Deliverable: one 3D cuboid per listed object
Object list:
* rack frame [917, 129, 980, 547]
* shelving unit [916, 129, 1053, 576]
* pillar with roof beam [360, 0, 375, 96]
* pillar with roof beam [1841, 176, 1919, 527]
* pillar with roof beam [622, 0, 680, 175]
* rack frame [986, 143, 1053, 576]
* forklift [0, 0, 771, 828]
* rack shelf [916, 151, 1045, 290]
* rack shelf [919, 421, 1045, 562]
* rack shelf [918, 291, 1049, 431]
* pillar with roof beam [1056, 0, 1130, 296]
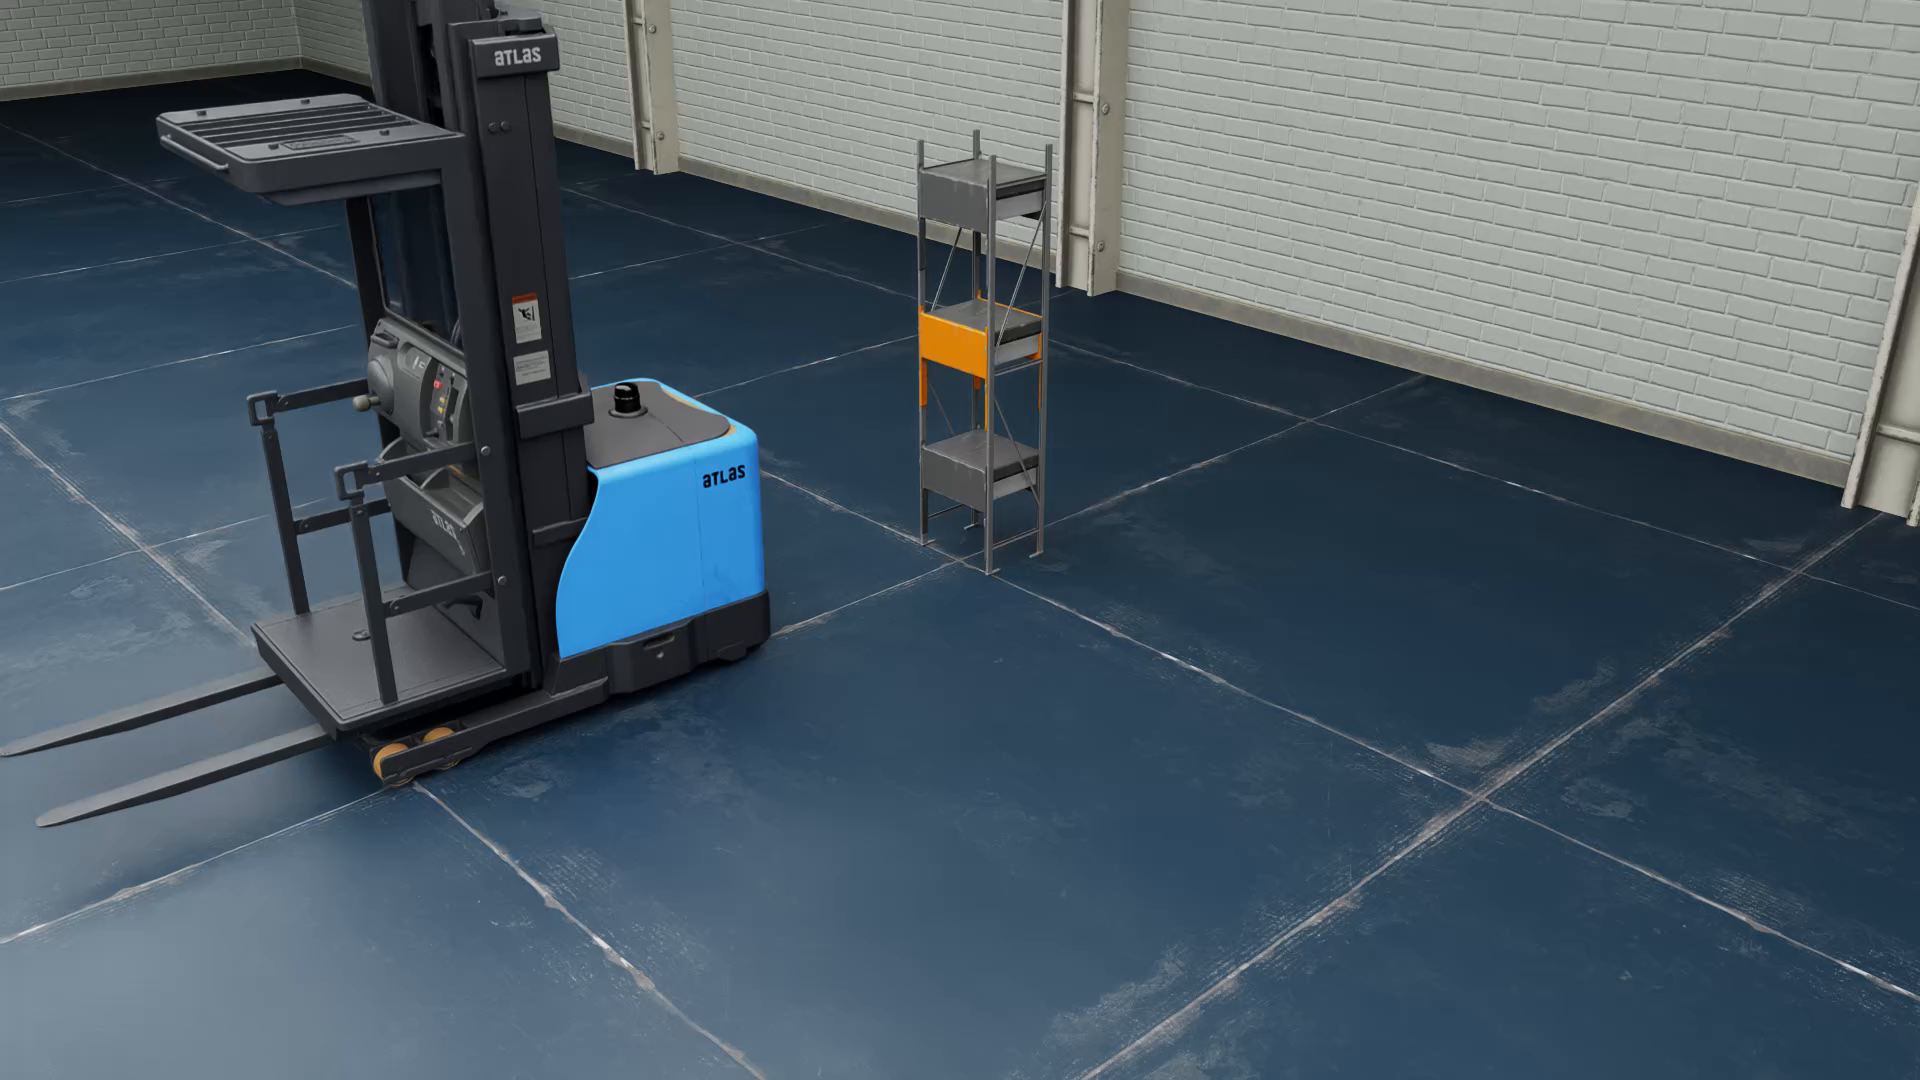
[{"bbox_3d":[-0.054,-0.979,8.366,0.400,2.100,0.015,-21,32,-38],"label":"rack frame"},{"bbox_3d":[0.113,-0.905,8.204,0.431,2.100,0.503,-21,32,-38],"label":"shelving unit"},{"bbox_3d":[-10.345,-8.499,16.538,9.100,9.000,0.400,-21,32,-38],"label":"pillar with roof beam"},{"bbox_3d":[1.957,-3.046,4.584,9.100,9.000,0.400,-21,32,-38],"label":"pillar with roof beam"},{"bbox_3d":[-6.244,-6.681,12.553,9.100,9.000,0.400,-21,32,-38],"label":"pillar with roof beam"},{"bbox_3d":[0.280,-0.831,8.042,0.400,2.100,0.015,-21,32,-38],"label":"rack frame"},{"bbox_3d":[-2.332,-0.603,6.540,3.031,2.935,1.130,-18,30,-35],"label":"forklift"},{"bbox_3d":[0.113,-1.530,7.919,0.431,0.518,0.480,-21,32,-38],"label":"rack shelf"},{"bbox_3d":[0.113,-0.256,8.500,0.431,0.518,0.480,-21,32,-38],"label":"rack shelf"},{"bbox_3d":[0.113,-0.893,8.210,0.431,0.518,0.480,-21,32,-38],"label":"rack shelf"},{"bbox_3d":[-2.143,-4.863,8.569,9.100,9.000,0.400,-21,32,-38],"label":"pillar with roof beam"}]
